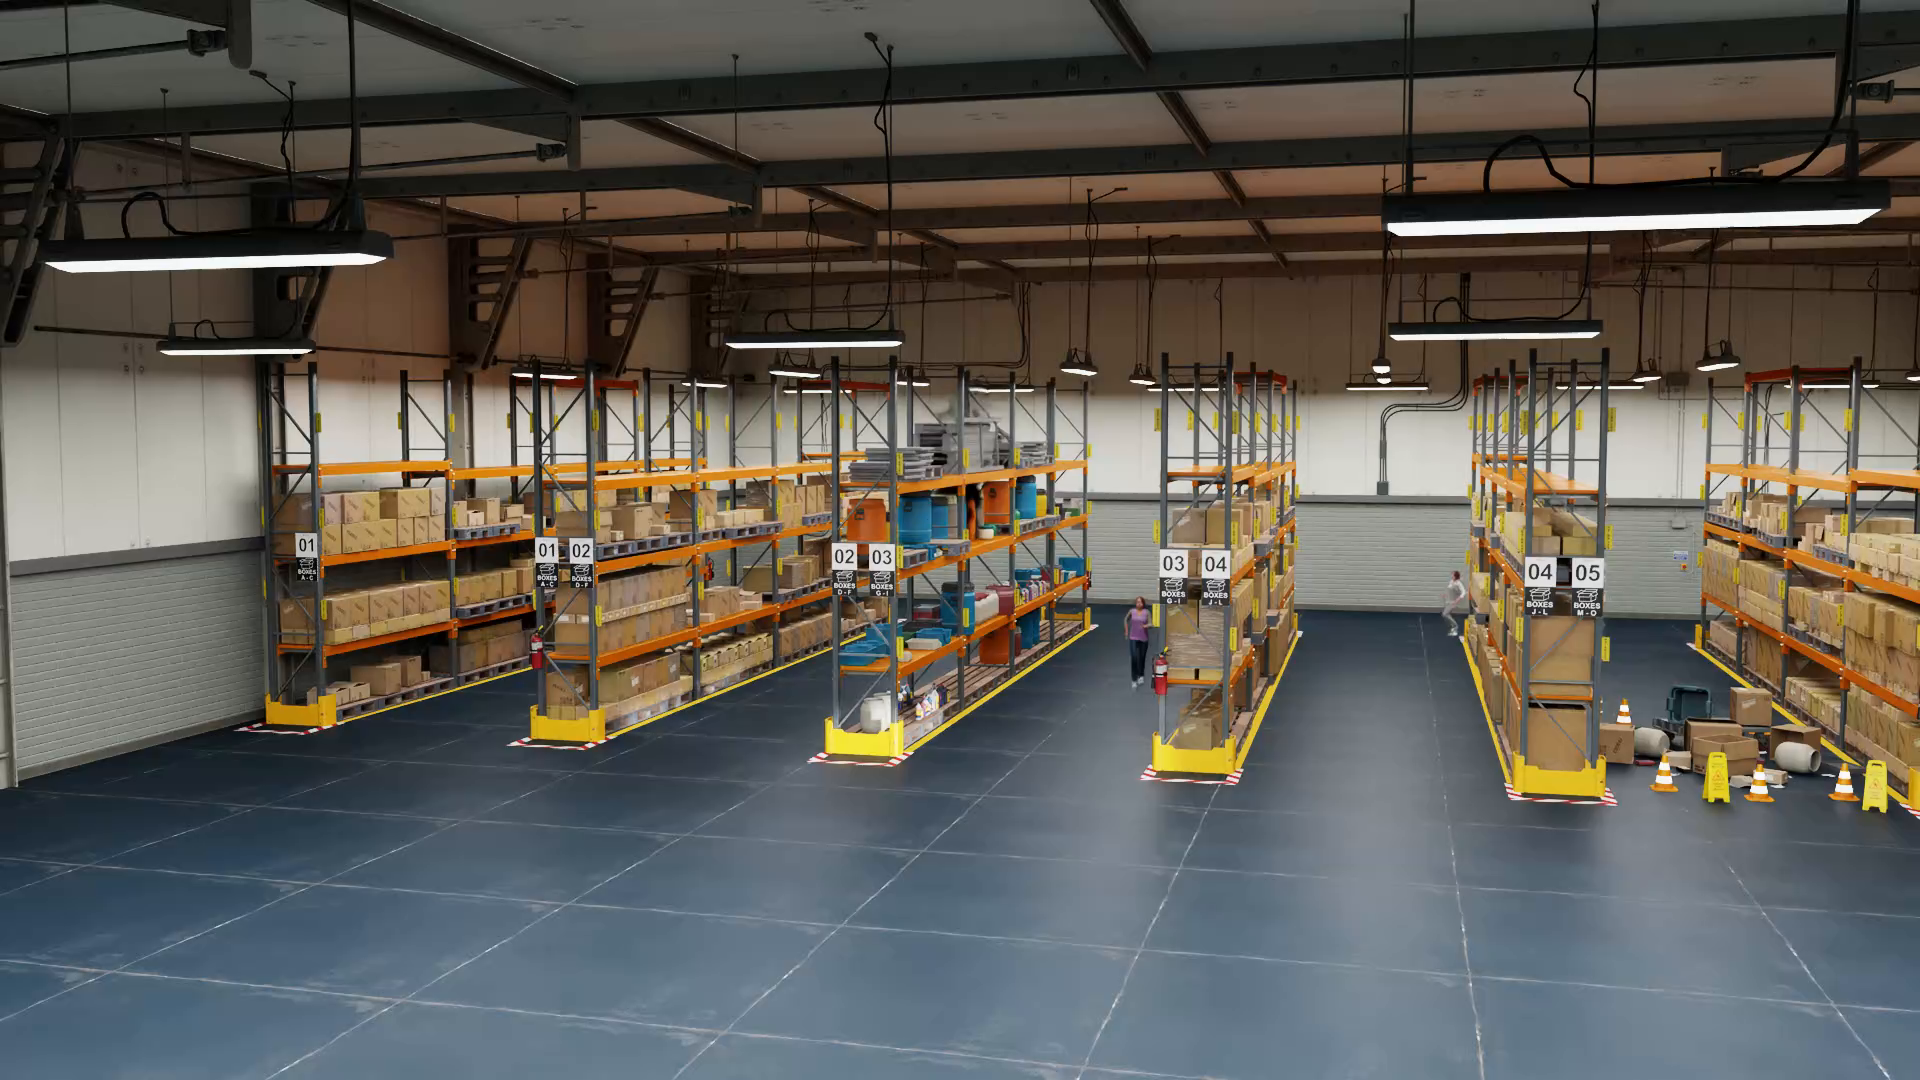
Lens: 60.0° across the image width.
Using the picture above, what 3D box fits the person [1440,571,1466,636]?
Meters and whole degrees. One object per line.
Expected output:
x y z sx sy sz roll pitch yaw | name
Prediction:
11.523 1.489 38.951 0.498 1.556 0.618 -1 4 -13 | person

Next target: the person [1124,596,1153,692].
3.186 1.840 29.662 0.503 1.685 0.684 0 4 2 | person
